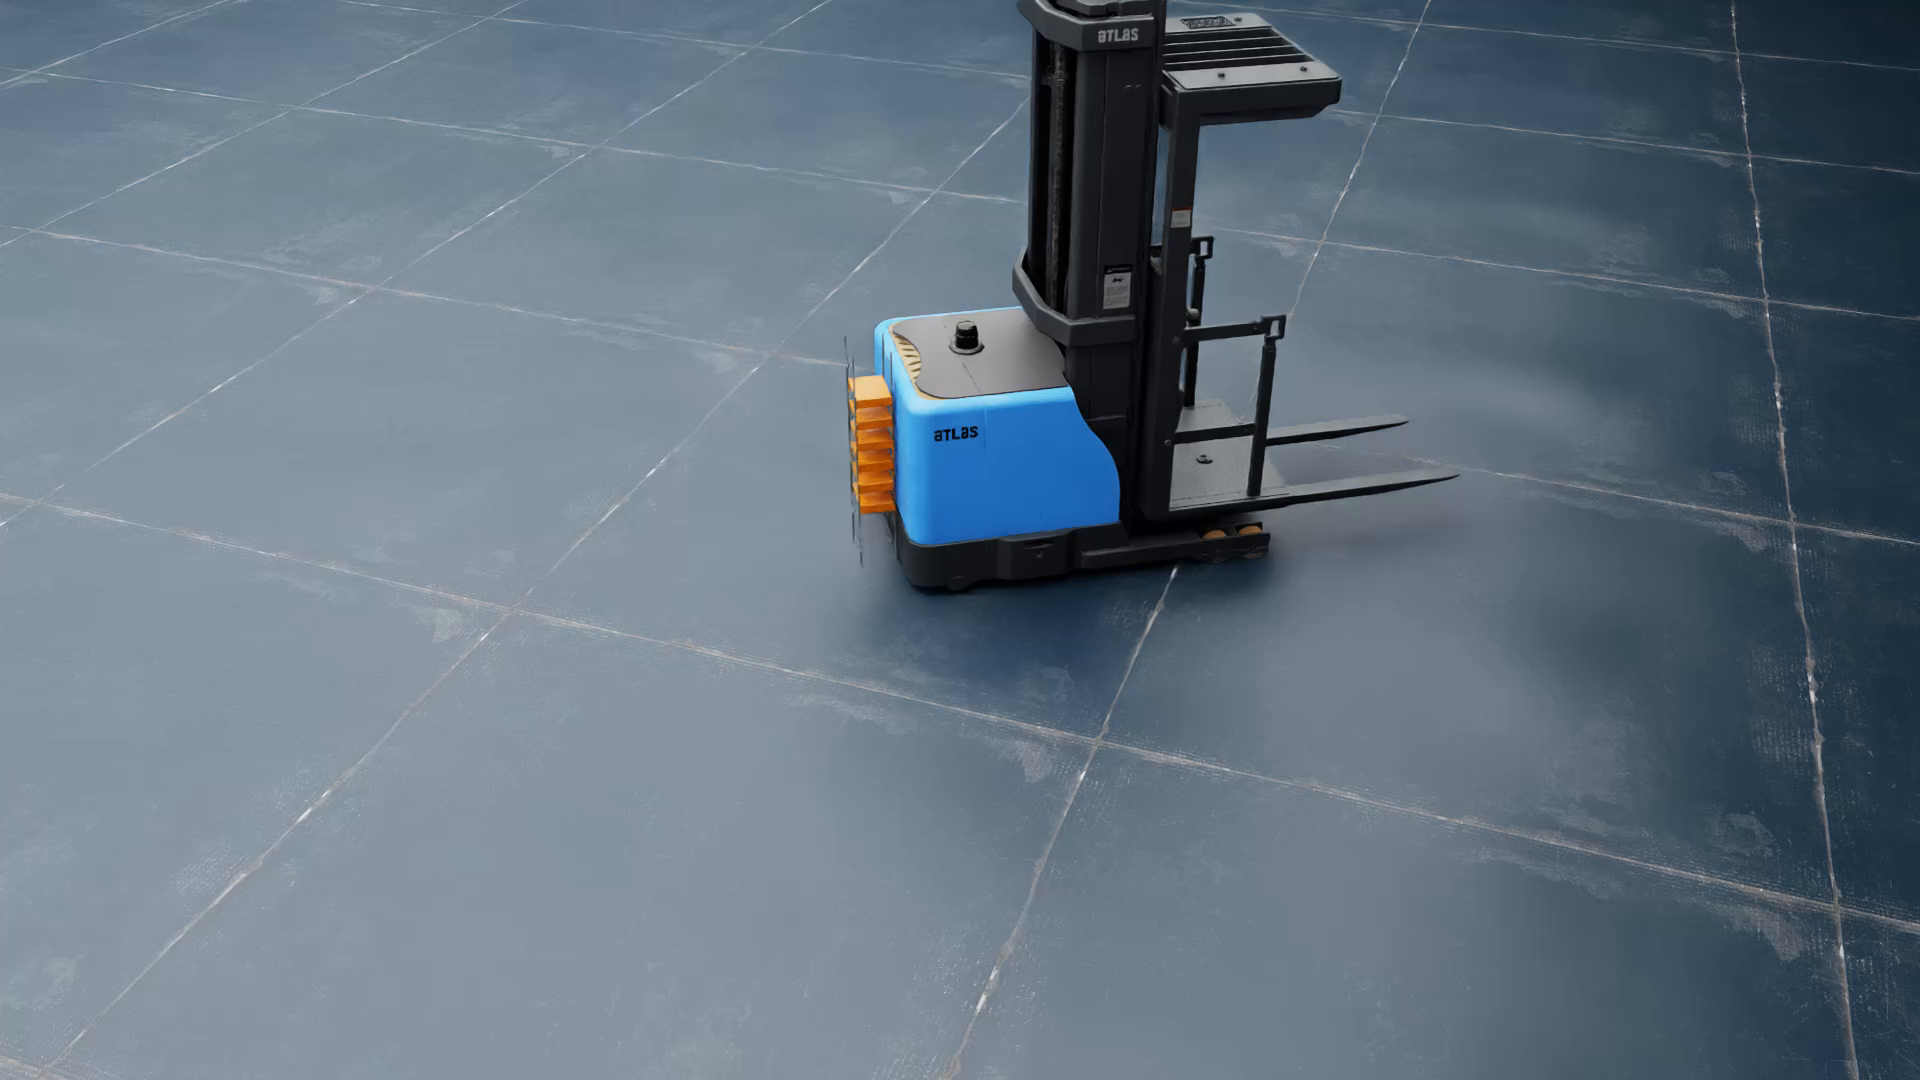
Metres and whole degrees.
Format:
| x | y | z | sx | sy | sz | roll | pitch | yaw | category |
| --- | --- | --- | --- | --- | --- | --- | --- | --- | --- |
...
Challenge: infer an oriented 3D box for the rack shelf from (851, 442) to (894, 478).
| x | y | z | sx | sy | sz | roll | pitch | yaw | category |
| --- | --- | --- | --- | --- | --- | --- | --- | --- | --- |
| -0.443 | -0.405 | 8.353 | 0.180 | 0.103 | 0.258 | -7 | 34 | -11 | rack shelf |

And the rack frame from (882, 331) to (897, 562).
| x | y | z | sx | sy | sz | roll | pitch | yaw | category |
| --- | --- | --- | --- | --- | --- | --- | --- | --- | --- |
| -0.354 | -0.454 | 8.346 | 0.006 | 1.200 | 0.240 | -7 | 34 | -11 | rack frame |

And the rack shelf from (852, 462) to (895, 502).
| x | y | z | sx | sy | sz | roll | pitch | yaw | category |
| --- | --- | --- | --- | --- | --- | --- | --- | --- | --- |
| -0.443 | -0.304 | 8.418 | 0.180 | 0.103 | 0.258 | -7 | 34 | -11 | rack shelf |

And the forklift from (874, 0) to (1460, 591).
| x | y | z | sx | sy | sz | roll | pitch | yaw | category |
| --- | --- | --- | --- | --- | --- | --- | --- | --- | --- |
| 1.120 | -1.385 | 8.194 | 3.031 | 2.935 | 1.130 | -7 | 34 | -11 | forklift |

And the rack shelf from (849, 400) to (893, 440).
| x | y | z | sx | sy | sz | roll | pitch | yaw | category |
| --- | --- | --- | --- | --- | --- | --- | --- | --- | --- |
| -0.443 | -0.607 | 8.223 | 0.180 | 0.103 | 0.258 | -7 | 34 | -11 | rack shelf |

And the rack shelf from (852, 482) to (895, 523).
| x | y | z | sx | sy | sz | roll | pitch | yaw | category |
| --- | --- | --- | --- | --- | --- | --- | --- | --- | --- |
| -0.443 | -0.204 | 8.483 | 0.180 | 0.103 | 0.258 | -7 | 34 | -11 | rack shelf |

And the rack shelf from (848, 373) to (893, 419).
| x | y | z | sx | sy | sz | roll | pitch | yaw | category |
| --- | --- | --- | --- | --- | --- | --- | --- | --- | --- |
| -0.443 | -0.708 | 8.158 | 0.180 | 0.103 | 0.258 | -7 | 34 | -11 | rack shelf |

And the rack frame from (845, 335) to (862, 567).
| x | y | z | sx | sy | sz | roll | pitch | yaw | category |
| --- | --- | --- | --- | --- | --- | --- | --- | --- | --- |
| -0.532 | -0.431 | 8.312 | 0.006 | 1.200 | 0.240 | -7 | 34 | -11 | rack frame |

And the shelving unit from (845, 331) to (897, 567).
| x | y | z | sx | sy | sz | roll | pitch | yaw | category |
| --- | --- | --- | --- | --- | --- | --- | --- | --- | --- |
| -0.443 | -0.442 | 8.329 | 0.189 | 1.200 | 0.258 | -7 | 34 | -11 | shelving unit |

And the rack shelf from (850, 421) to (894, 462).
| x | y | z | sx | sy | sz | roll | pitch | yaw | category |
| --- | --- | --- | --- | --- | --- | --- | --- | --- | --- |
| -0.443 | -0.506 | 8.288 | 0.180 | 0.103 | 0.258 | -7 | 34 | -11 | rack shelf |
